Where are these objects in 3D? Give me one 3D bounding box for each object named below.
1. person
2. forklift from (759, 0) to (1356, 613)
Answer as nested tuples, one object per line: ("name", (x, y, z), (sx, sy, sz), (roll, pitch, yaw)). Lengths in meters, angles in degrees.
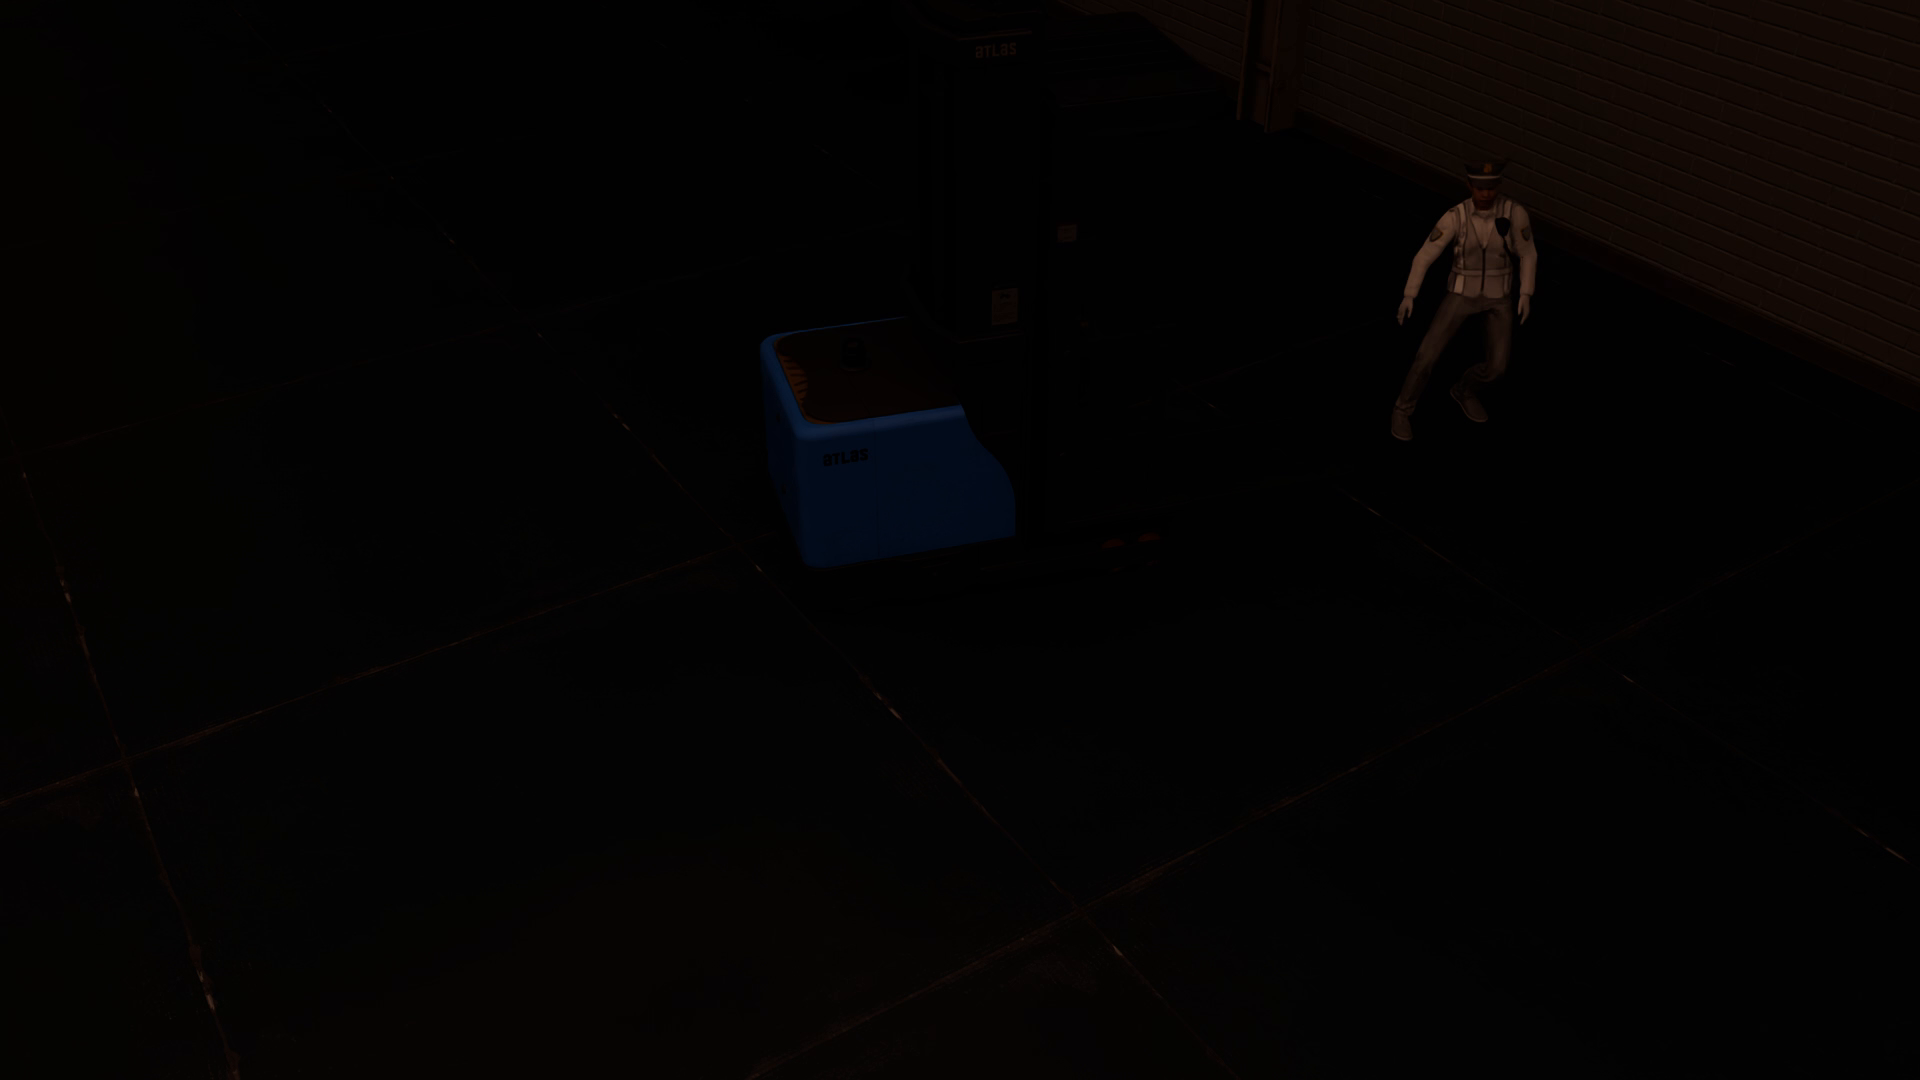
("person", (2.794, -1.326, 9.200), (0.716, 1.582, 0.553), (8, 36, 11))
("forklift", (0.561, -1.320, 8.026), (3.031, 2.935, 1.130), (-10, 36, -14))
